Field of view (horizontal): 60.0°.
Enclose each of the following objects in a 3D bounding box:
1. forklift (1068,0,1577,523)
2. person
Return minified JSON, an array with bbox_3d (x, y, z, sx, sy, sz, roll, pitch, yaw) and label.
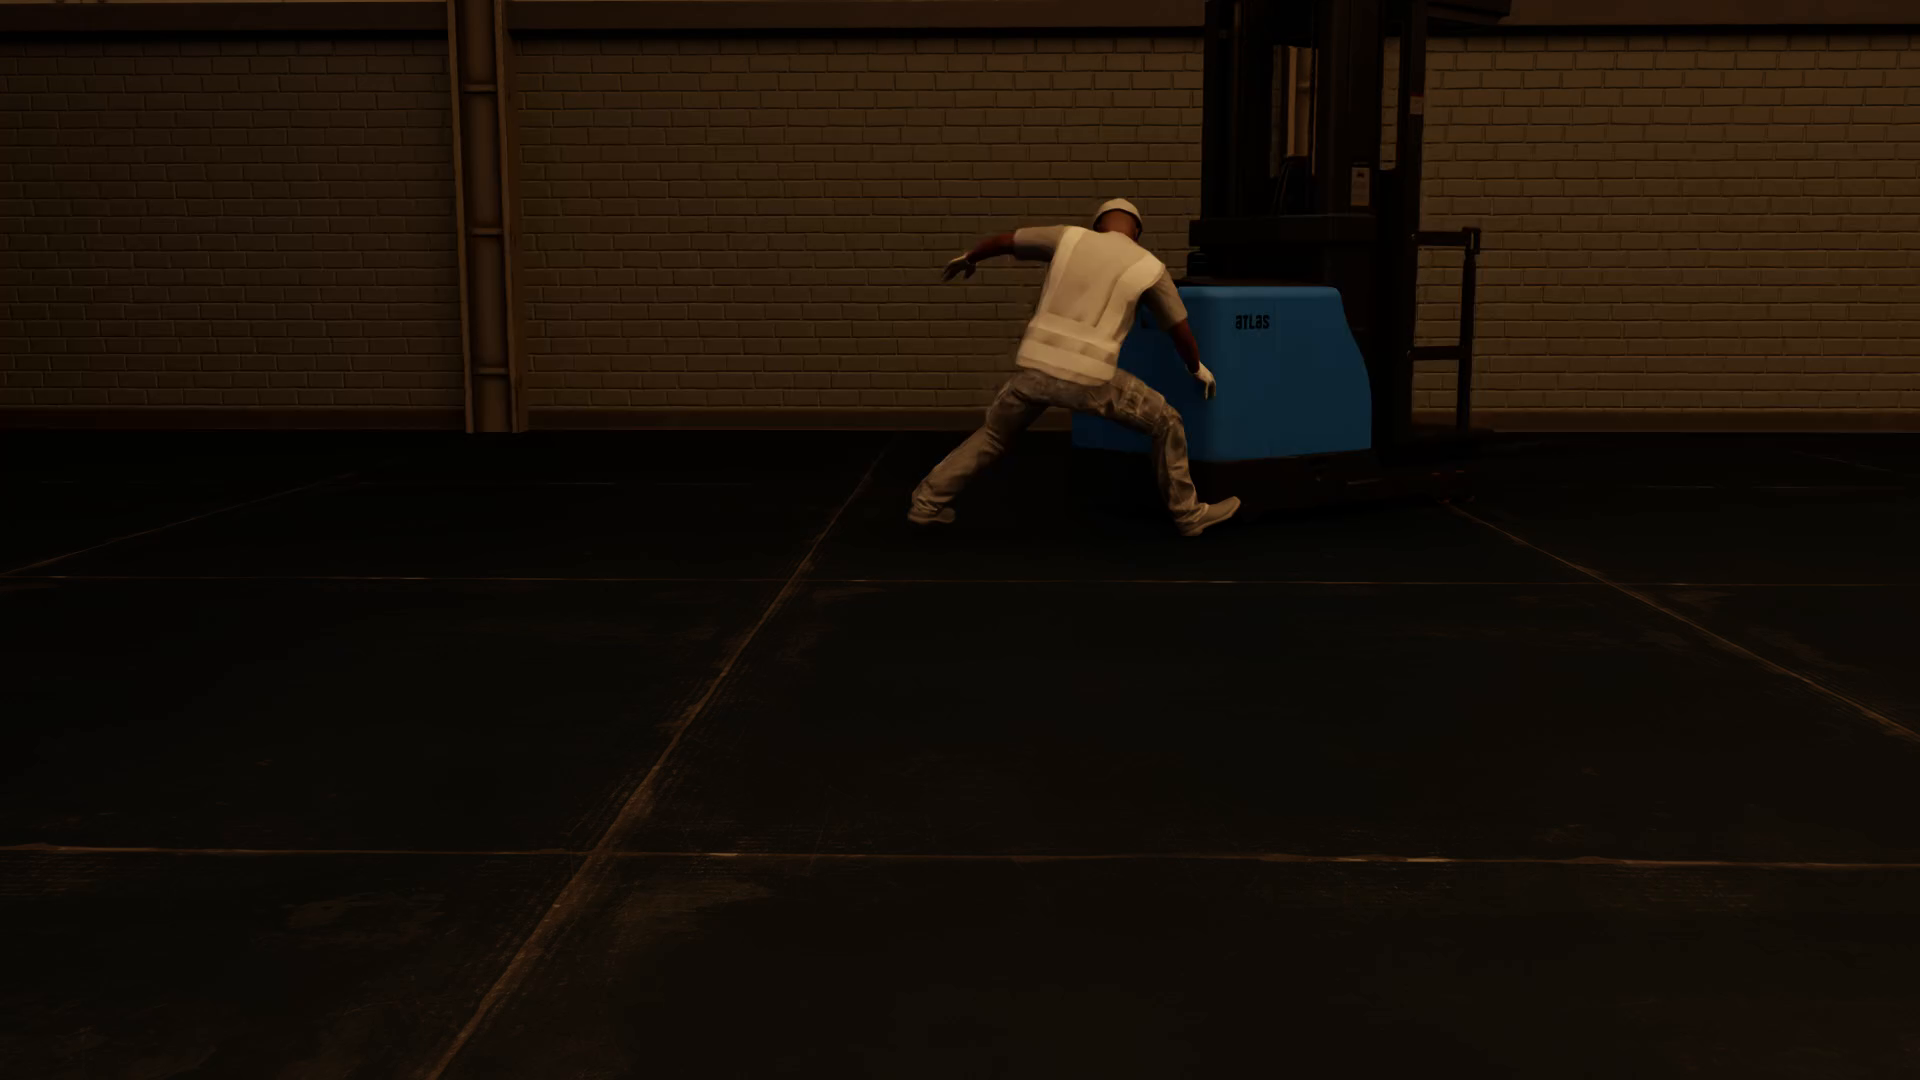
[{"bbox_3d":[2.013,-1.679,8.411,3.031,2.935,1.130,-6,11,-36],"label":"forklift"},{"bbox_3d":[0.506,-0.733,7.177,1.307,1.468,0.775,4,10,26],"label":"person"}]
